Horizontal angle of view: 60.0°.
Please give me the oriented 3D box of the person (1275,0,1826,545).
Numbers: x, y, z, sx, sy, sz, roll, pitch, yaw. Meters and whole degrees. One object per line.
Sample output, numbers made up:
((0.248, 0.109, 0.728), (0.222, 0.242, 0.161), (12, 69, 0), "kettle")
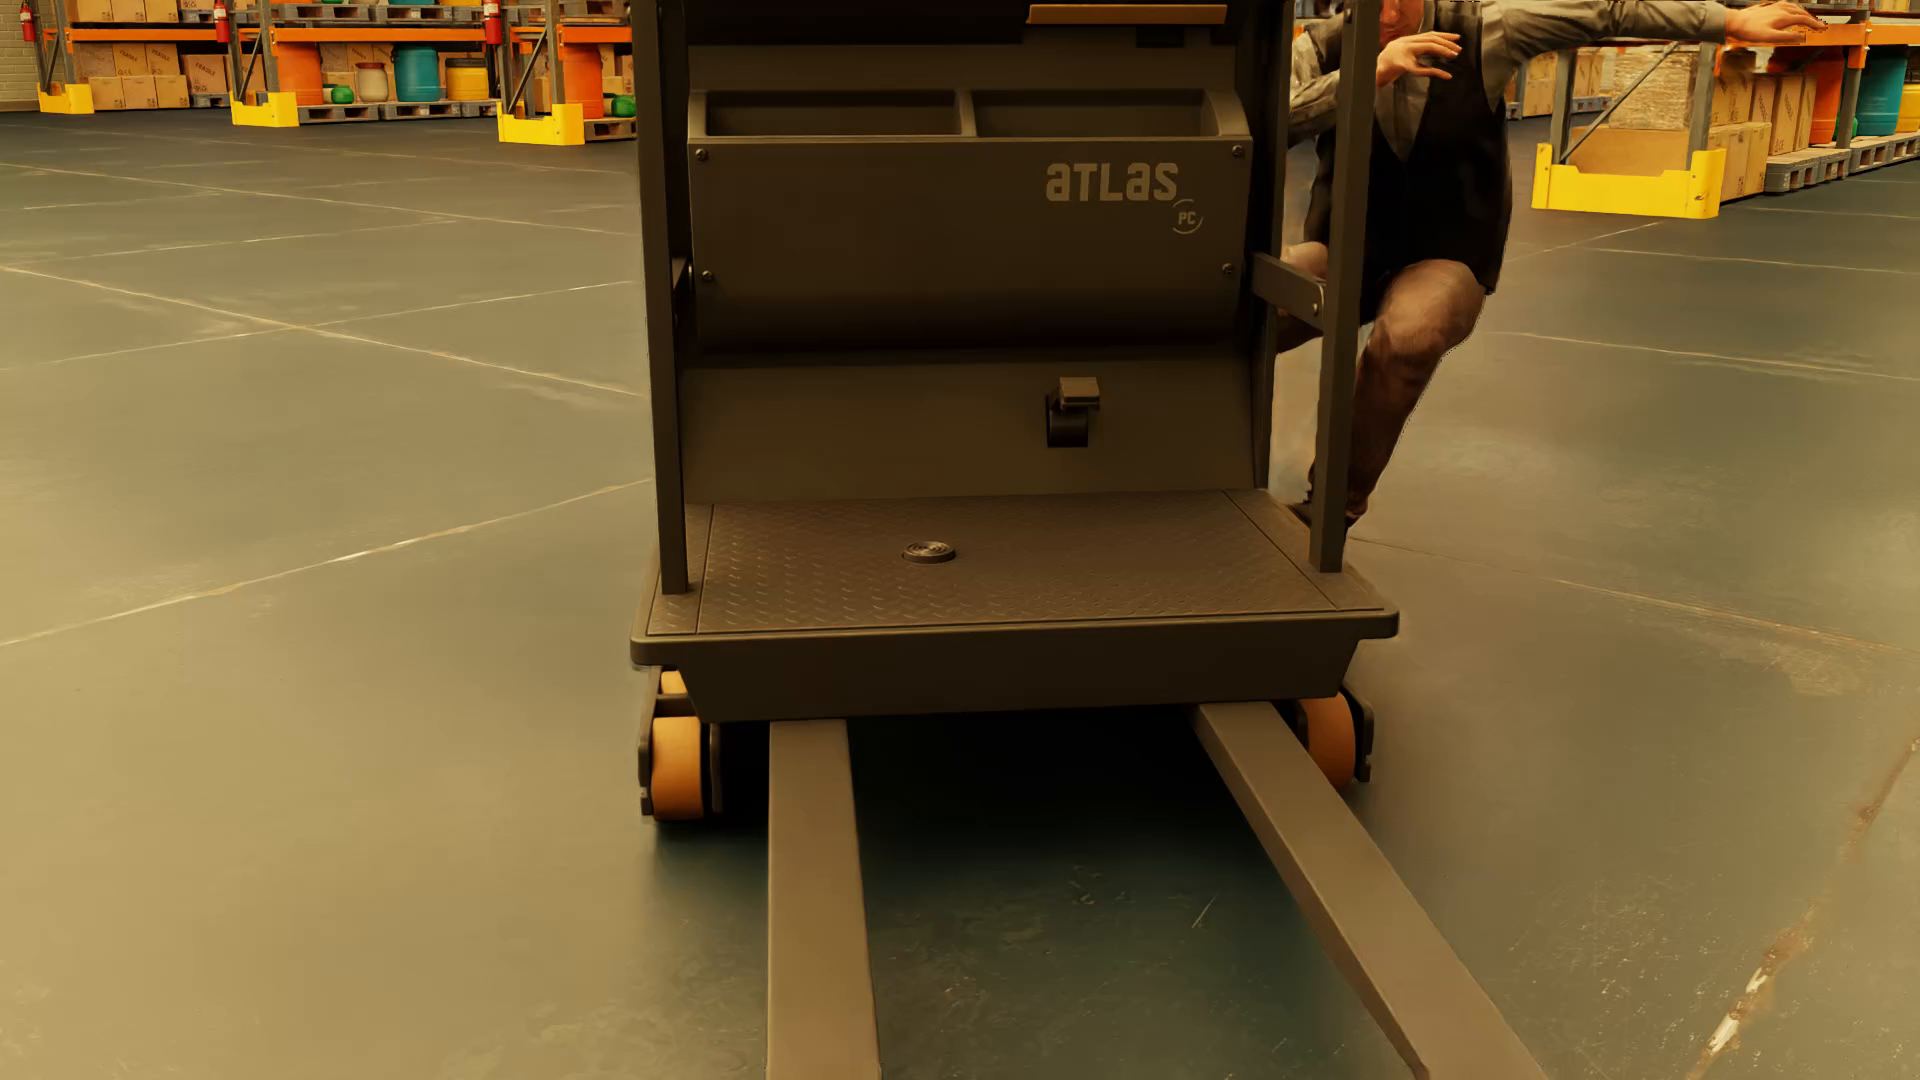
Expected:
((1.045, -0.592, 3.568), (1.376, 1.383, 0.733), (6, 18, 20), "person")

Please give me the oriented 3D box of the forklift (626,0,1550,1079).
((0.041, -1.076, 2.441), (1.130, 2.935, 3.031), (-2, 17, -6), "forklift")
